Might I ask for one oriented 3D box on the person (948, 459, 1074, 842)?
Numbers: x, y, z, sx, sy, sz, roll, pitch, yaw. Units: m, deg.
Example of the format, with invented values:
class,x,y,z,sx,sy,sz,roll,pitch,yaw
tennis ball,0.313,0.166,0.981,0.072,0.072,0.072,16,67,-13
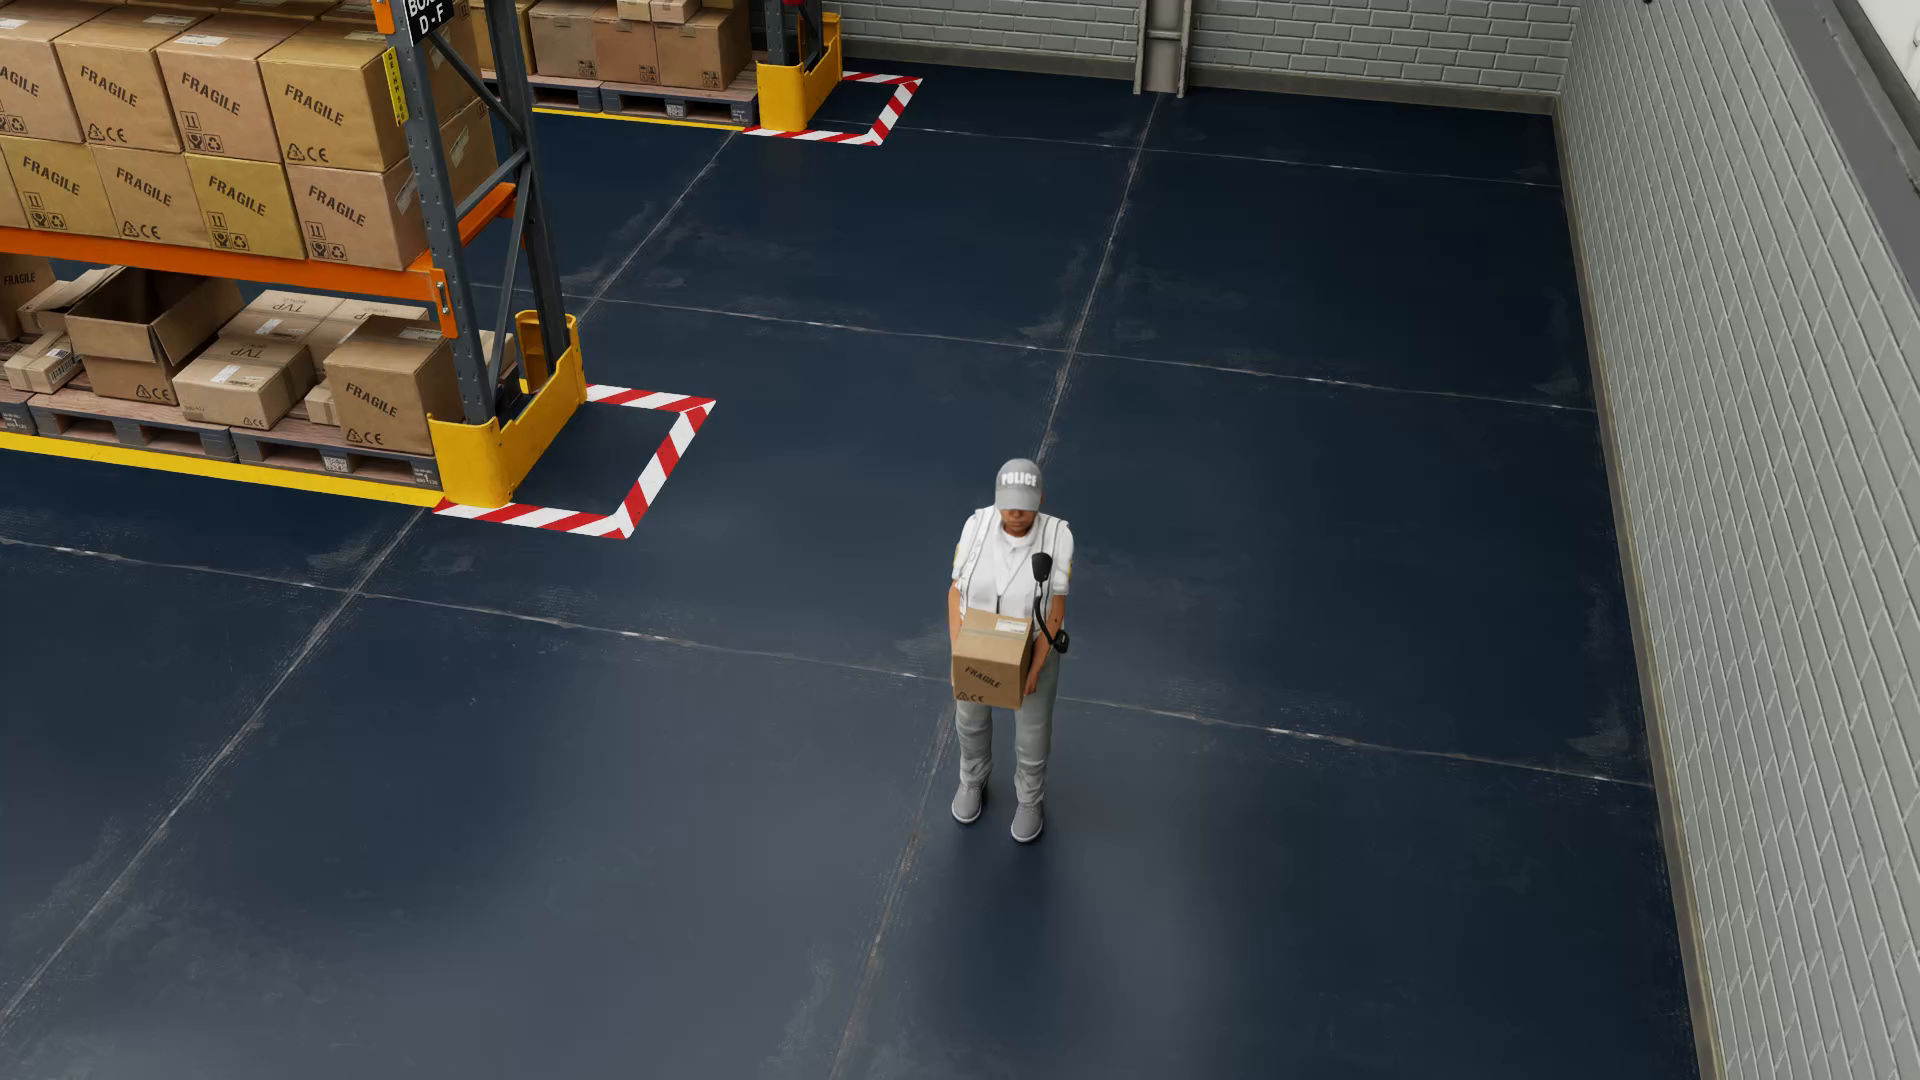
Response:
class,x,y,z,sx,sy,sz,roll,pitch,yaw
person,0.174,0.456,6.361,0.455,1.656,0.541,8,38,11
